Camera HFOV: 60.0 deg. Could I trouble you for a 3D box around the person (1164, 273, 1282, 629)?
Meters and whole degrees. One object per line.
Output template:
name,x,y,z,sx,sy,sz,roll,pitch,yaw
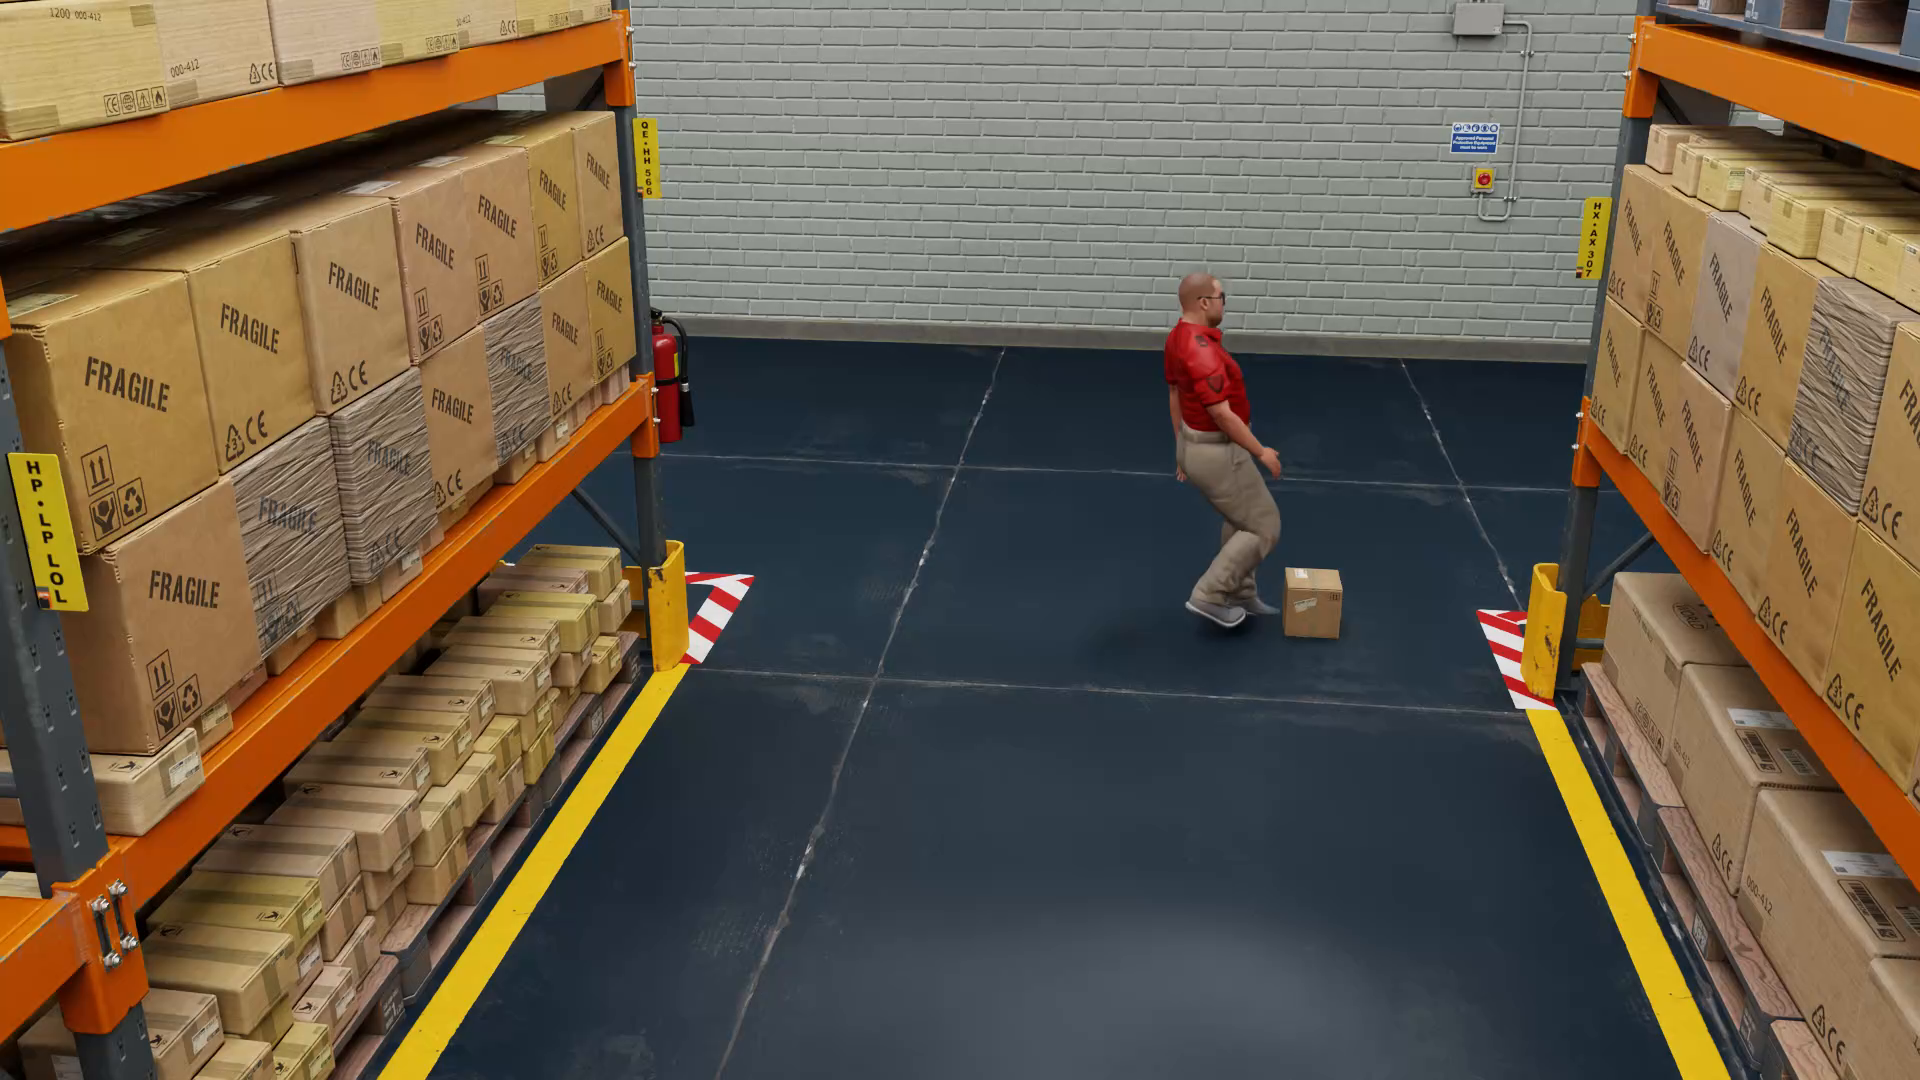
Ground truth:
person,1.278,-0.373,7.706,0.635,1.739,0.590,-2,21,-6
